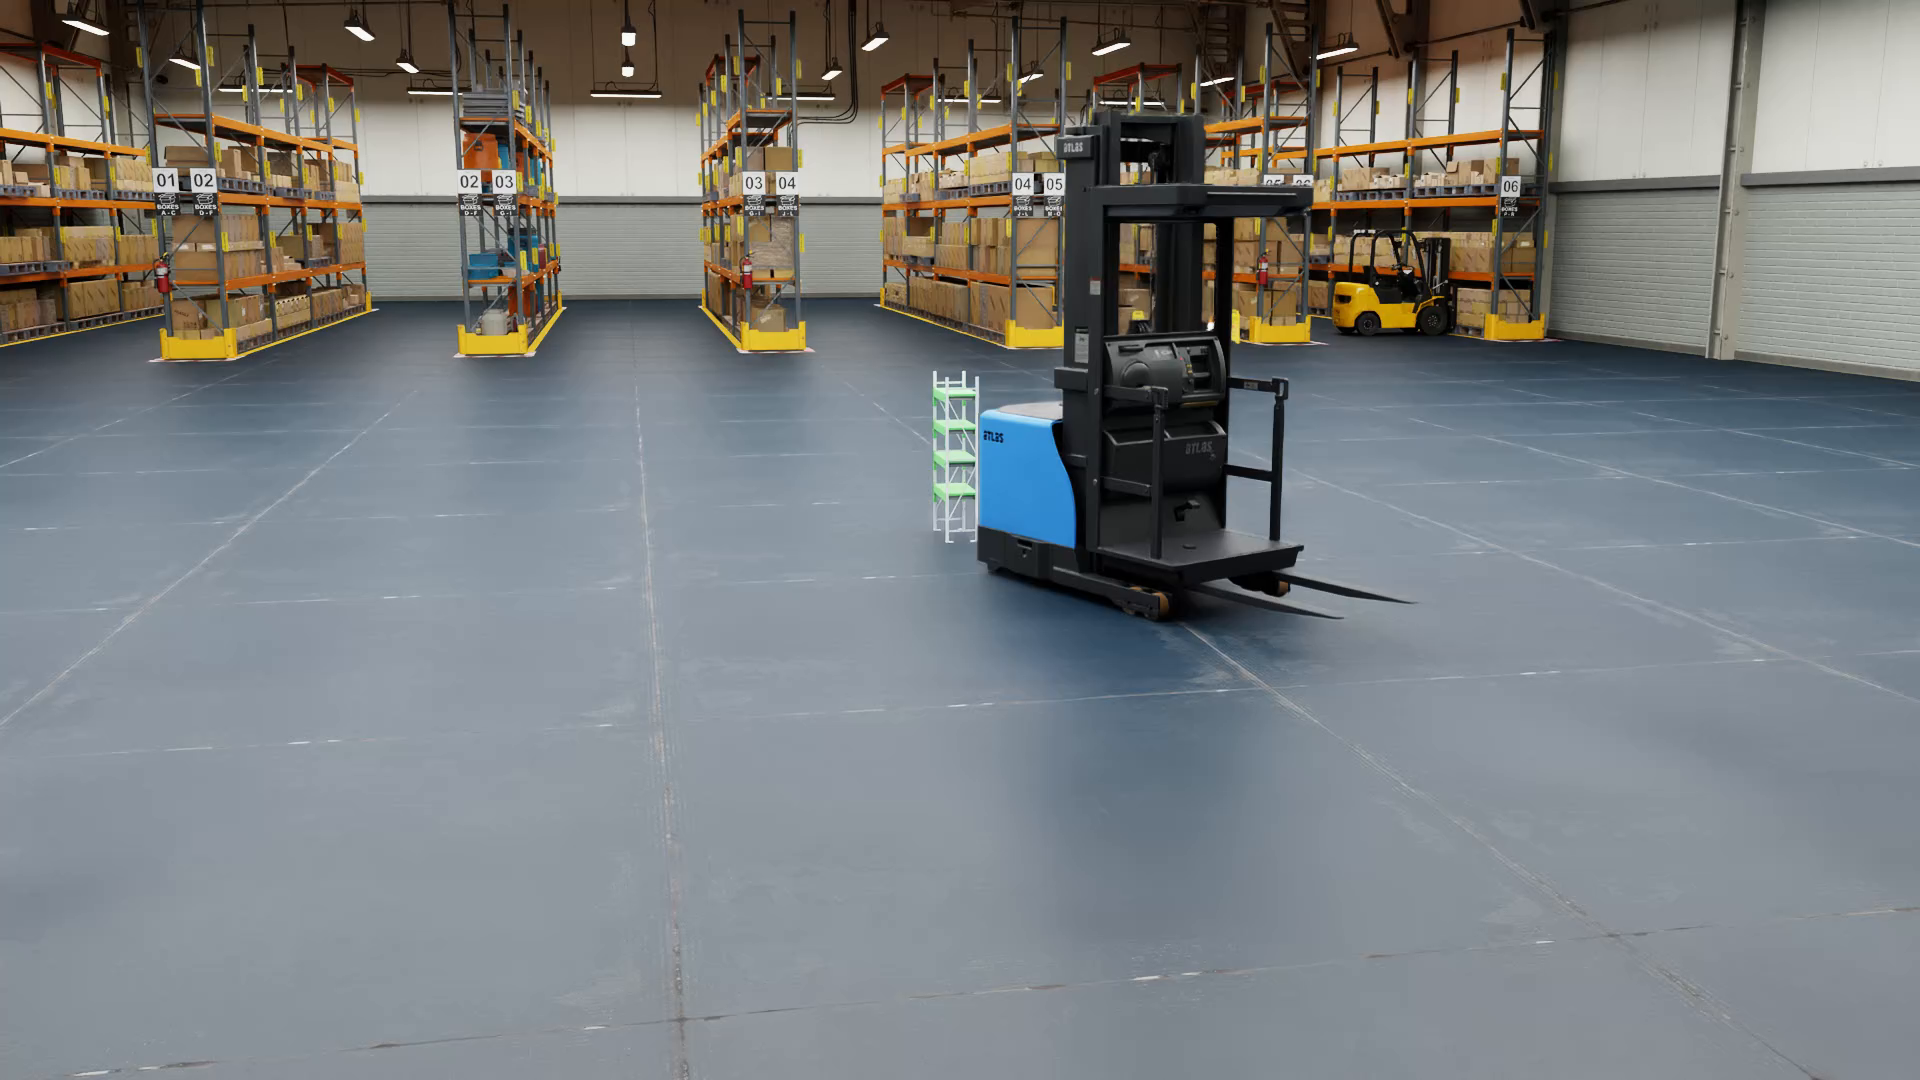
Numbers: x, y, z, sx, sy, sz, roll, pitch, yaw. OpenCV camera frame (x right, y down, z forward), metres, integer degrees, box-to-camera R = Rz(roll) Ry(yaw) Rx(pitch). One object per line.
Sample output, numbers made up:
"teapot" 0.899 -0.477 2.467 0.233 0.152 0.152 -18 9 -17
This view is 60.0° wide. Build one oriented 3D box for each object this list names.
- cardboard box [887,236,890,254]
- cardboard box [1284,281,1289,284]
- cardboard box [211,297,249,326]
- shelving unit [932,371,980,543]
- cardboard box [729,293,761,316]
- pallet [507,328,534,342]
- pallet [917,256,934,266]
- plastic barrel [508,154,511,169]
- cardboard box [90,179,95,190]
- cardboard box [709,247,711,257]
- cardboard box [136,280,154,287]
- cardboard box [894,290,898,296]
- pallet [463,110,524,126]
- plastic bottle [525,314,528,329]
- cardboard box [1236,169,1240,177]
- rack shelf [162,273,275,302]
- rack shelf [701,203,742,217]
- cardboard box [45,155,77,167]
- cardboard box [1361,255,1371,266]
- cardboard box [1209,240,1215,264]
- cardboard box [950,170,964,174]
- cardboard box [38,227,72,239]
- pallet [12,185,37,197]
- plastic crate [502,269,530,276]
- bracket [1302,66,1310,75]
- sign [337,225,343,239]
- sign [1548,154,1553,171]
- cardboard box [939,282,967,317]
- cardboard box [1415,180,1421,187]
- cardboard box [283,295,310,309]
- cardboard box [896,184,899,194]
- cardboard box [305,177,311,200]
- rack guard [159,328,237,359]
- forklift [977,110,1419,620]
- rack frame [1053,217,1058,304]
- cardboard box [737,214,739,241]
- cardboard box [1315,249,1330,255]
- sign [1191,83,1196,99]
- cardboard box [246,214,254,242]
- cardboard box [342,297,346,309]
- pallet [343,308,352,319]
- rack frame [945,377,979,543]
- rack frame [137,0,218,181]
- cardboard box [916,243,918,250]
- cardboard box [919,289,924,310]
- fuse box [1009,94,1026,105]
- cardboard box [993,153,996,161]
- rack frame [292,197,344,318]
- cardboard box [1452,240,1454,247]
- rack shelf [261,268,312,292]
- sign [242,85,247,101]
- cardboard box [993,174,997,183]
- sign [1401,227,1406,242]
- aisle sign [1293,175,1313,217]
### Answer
"cardboard box" -1.716 -8.093 45.631 0.500 0.500 0.500 -2 11 -11
"cardboard box" 8.821 -6.860 44.045 0.380 0.149 0.250 -3 11 -14
"cardboard box" -13.247 -4.145 30.175 0.500 0.500 0.500 -2 11 -11
"shelving unit" -0.032 -0.620 12.244 0.258 1.200 0.503 -2 11 -11
"cardboard box" -4.840 -5.324 37.656 0.700 0.500 0.500 -3 11 -14
"pallet" -8.981 -4.050 32.910 1.003 0.211 1.213 -2 11 -11
"pallet" -0.348 -6.653 39.640 1.213 0.211 1.003 -2 11 -11
"plastic barrel" -9.637 -7.590 34.686 0.600 0.901 0.708 -2 11 -11
"cardboard box" -20.707 -8.424 39.420 0.500 0.250 0.500 -2 11 -10
"cardboard box" -6.111 -7.336 42.321 0.500 0.250 0.500 -2 11 -12
"cardboard box" -20.634 -6.494 42.118 0.380 0.149 0.250 -2 11 -9
"cardboard box" -1.590 -6.744 45.311 0.380 0.149 0.250 -3 11 -14
"pallet" -8.642 -7.828 30.831 1.003 0.211 1.213 -2 11 -11
"plastic bottle" -8.653 -4.350 33.117 0.061 0.283 0.133 -2 11 -8
"cardboard box" 5.787 -7.382 33.474 0.380 0.149 0.250 -2 11 -13
"rack shelf" -13.541 -4.645 30.501 1.077 0.370 4.000 -2 11 -11
"rack shelf" -6.157 -8.679 43.673 1.077 0.370 4.000 -2 11 -11
"cardboard box" -20.180 -8.492 37.317 0.500 0.250 0.500 -2 11 -13
"cardboard box" 9.745 -6.554 39.009 0.500 0.250 0.500 -2 11 -9
"cardboard box" 5.526 -6.006 34.664 0.500 0.500 0.500 -2 11 -11
"cardboard box" -0.014 -8.698 39.533 0.396 0.266 0.258 -2 11 -11
"cardboard box" -19.407 -6.589 35.671 0.500 0.250 0.500 -2 11 -10
"pallet" -19.009 -6.873 32.762 1.213 0.211 1.003 -2 11 -11
"plastic crate" -8.506 -5.126 31.813 0.530 0.136 0.437 -2 11 -11
"bracket" 9.302 -12.520 44.283 0.235 0.232 0.430 -2 11 -11
"sign" -14.942 -7.422 40.071 0.100 0.325 0.005 -2 11 -11
"sign" 11.700 -7.493 32.972 0.100 0.325 0.005 -2 11 -11
"cardboard box" 0.098 -5.446 37.681 1.050 0.750 0.750 -2 11 -10
"cardboard box" 10.166 -7.778 36.300 0.380 0.149 0.250 -2 11 -10
"cardboard box" -14.364 -5.143 35.924 0.500 0.311 0.500 -2 11 -10
"cardboard box" -1.418 -9.266 43.898 0.500 0.250 0.500 -2 11 -9
"cardboard box" -14.925 -7.794 36.831 0.910 0.500 0.500 -2 11 -11
"rack guard" -13.147 -3.399 28.718 1.175 0.500 0.348 -2 11 -11
"forklift" 1.386 -1.072 9.991 1.130 2.935 3.031 -8 13 -35
"rack frame" 3.175 -8.286 47.707 1.000 3.000 0.127 -2 11 -11
"cardboard box" -3.981 -5.953 31.711 0.500 0.500 0.500 -2 11 -11
"cardboard box" 9.095 -7.189 41.494 0.380 0.149 0.250 -2 11 -10
"sign" 4.965 -9.547 35.369 0.100 0.325 0.005 -2 11 -11
"cardboard box" -13.738 -5.878 31.318 0.700 0.500 0.500 -2 11 -11
"cardboard box" -15.355 -5.812 40.726 0.500 0.311 0.500 -2 11 -11
"pallet" -15.618 -5.588 40.993 1.003 0.211 1.213 -2 11 -11
"rack frame" 0.015 -0.575 12.009 0.240 1.200 0.015 -2 11 -11
"rack frame" -13.152 -7.578 27.946 1.000 3.000 0.127 -2 11 -11
"cardboard box" -0.849 -7.112 40.292 0.380 0.149 0.250 -2 11 -11
"cardboard box" -0.706 -5.901 40.741 0.500 0.500 0.500 -3 11 -14
"fuse box" 1.812 -13.824 52.202 0.513 0.334 0.176 -2 11 -11
"cardboard box" 0.856 -7.386 32.104 0.380 0.149 0.250 -2 11 -11
"rack frame" -15.486 -6.832 40.070 1.000 3.000 0.127 -2 11 -11
"cardboard box" 10.579 -6.237 34.941 0.380 0.149 0.250 -2 11 -11
"rack shelf" -14.319 -5.378 34.356 1.077 0.370 4.000 -2 11 -11
"sign" -15.238 -9.522 35.447 0.100 0.325 0.005 -2 11 -11
"cardboard box" 0.856 -6.994 32.178 0.380 0.149 0.250 -2 11 -12
"sign" 9.847 -6.775 36.882 0.100 0.325 0.005 -2 11 -11
"aisle sign" 6.603 -6.628 32.046 0.394 0.787 0.004 -2 11 -11
